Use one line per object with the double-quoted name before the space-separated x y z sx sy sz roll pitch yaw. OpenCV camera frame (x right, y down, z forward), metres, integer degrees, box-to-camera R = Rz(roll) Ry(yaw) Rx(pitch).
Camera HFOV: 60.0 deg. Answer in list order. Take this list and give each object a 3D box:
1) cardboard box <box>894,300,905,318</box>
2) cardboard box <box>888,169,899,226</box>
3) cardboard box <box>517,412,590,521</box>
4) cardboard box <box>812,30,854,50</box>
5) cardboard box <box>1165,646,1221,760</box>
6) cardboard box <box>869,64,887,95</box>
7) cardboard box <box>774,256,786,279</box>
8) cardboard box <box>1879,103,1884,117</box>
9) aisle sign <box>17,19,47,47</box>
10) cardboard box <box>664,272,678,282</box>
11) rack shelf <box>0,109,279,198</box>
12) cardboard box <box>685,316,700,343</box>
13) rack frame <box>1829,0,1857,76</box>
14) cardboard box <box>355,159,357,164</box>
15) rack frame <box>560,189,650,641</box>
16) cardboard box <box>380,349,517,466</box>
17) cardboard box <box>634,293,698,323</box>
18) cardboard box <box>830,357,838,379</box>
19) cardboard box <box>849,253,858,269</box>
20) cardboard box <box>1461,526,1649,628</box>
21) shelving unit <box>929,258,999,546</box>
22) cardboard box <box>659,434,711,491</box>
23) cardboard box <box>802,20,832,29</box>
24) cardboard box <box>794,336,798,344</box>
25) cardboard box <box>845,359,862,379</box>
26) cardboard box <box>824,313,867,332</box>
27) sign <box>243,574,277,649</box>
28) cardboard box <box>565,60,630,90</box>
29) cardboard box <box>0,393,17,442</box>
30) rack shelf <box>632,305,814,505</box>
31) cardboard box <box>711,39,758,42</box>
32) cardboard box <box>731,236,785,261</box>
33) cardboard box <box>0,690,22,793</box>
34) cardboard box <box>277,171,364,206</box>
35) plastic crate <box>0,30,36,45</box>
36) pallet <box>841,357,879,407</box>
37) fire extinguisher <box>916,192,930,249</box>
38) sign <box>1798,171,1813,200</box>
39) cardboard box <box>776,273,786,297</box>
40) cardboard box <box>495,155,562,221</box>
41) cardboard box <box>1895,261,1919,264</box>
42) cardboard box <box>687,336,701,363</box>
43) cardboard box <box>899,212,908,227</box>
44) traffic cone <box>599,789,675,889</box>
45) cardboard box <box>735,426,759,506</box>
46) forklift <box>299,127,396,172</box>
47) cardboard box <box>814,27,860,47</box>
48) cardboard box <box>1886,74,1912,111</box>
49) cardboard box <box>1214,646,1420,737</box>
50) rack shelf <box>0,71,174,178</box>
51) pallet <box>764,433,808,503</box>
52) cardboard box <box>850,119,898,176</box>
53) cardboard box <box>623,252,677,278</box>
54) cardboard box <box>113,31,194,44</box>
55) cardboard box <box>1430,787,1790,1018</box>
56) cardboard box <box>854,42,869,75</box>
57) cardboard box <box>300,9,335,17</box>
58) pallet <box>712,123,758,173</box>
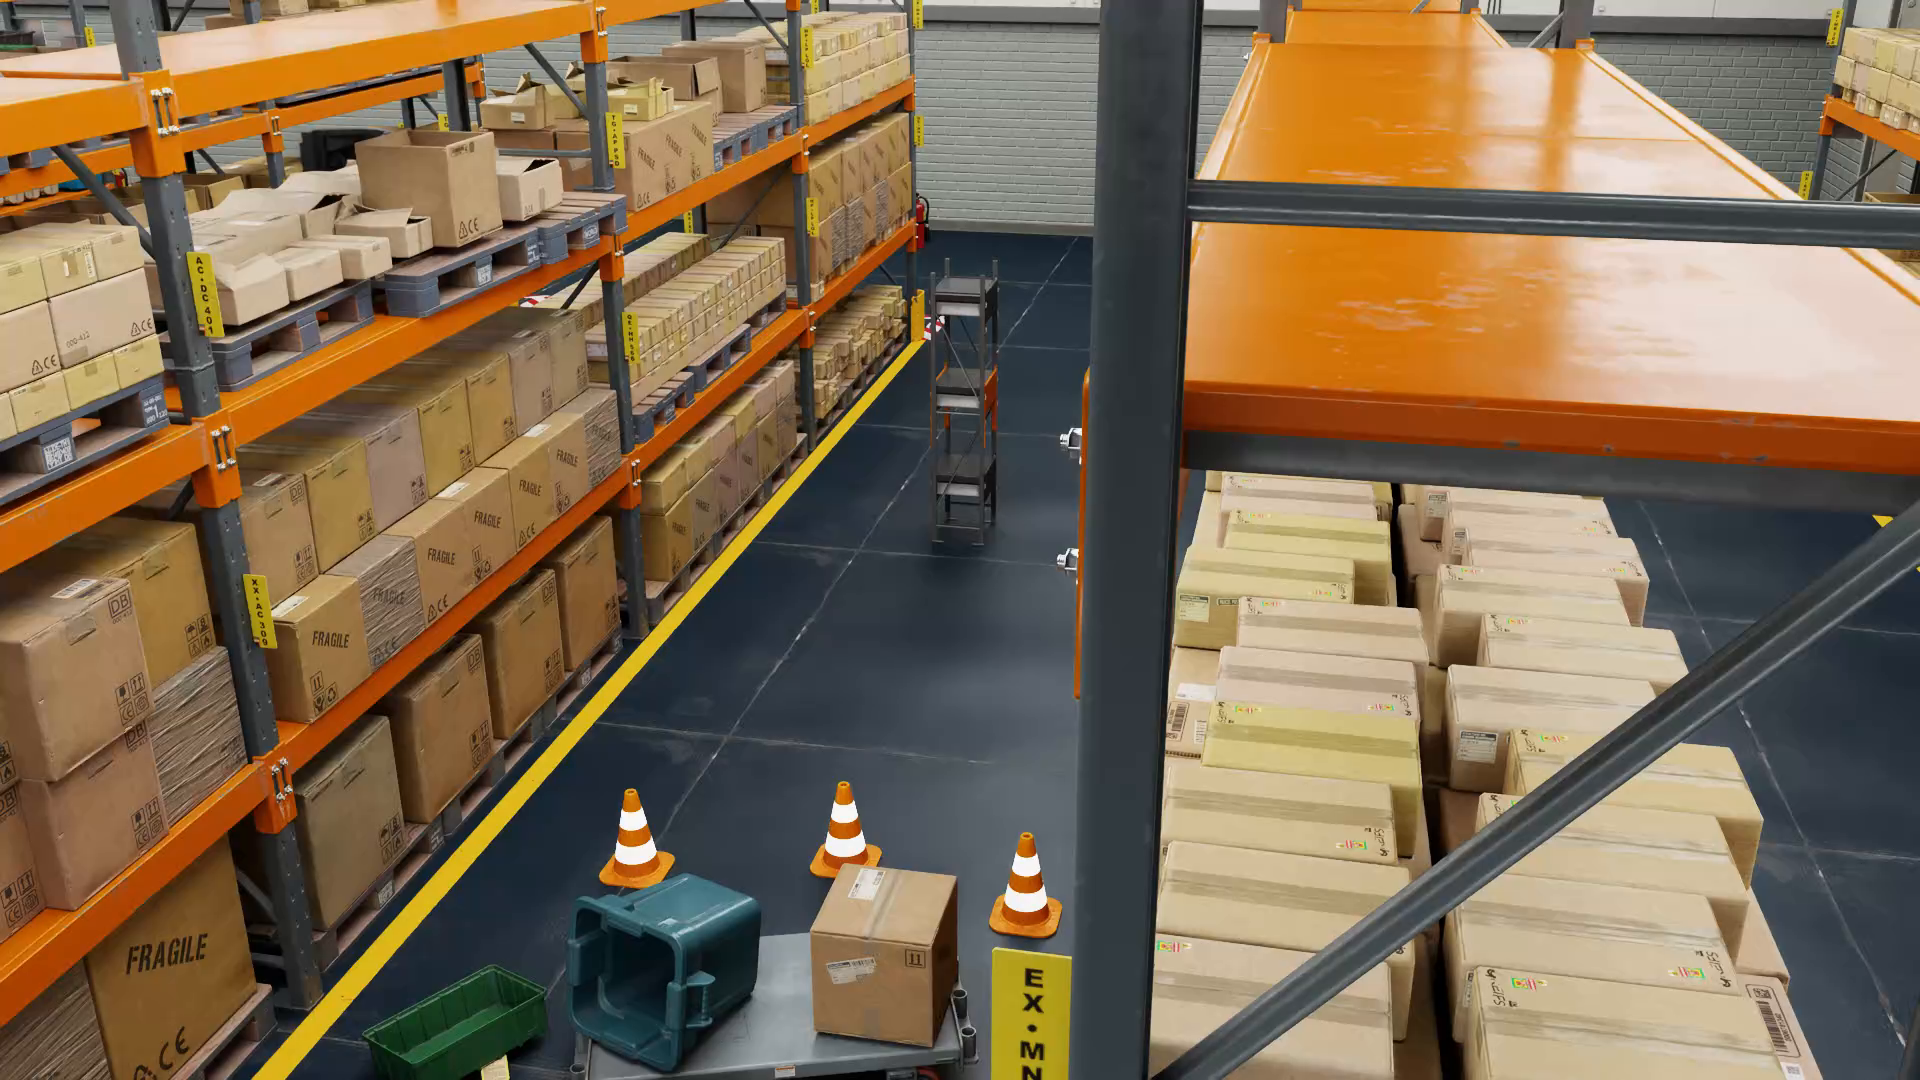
"cardboard box" -0.803 -2.493 17.884 0.380 0.149 0.250 4 22 9
"cardboard box" -0.924 -3.510 17.020 0.500 0.500 0.500 4 22 10
"cardboard box" -2.539 -0.450 9.822 0.500 0.500 0.500 4 22 11
"cardboard box" -1.179 -4.538 15.088 0.380 0.149 0.250 6 23 14
"cardboard box" 0.673 0.453 3.500 0.500 0.250 0.500 5 22 12
"cardboard box" -1.019 -4.465 16.110 0.500 0.250 0.500 5 23 13
"cardboard box" -1.679 -2.290 13.900 0.380 0.149 0.250 5 23 13
"cardboard box" 8.175 -3.691 14.323 0.380 0.149 0.250 4 22 10
"aisle sign" -10.934 -5.745 19.622 0.394 0.787 0.004 4 22 11
"cardboard box" -2.477 -2.057 13.322 0.380 0.149 0.250 4 22 9
"rack shelf" -7.034 -2.976 13.174 1.077 0.370 4.000 4 22 11
"cardboard box" -2.104 -1.530 12.012 0.380 0.149 0.250 4 22 11
"rack frame" 8.752 -5.762 15.116 1.000 3.000 0.127 4 22 11
"cardboard box" -6.068 -3.591 16.554 0.500 0.500 0.500 4 22 9
"rack frame" -2.607 -0.771 10.754 1.000 3.000 0.127 4 22 11
"cardboard box" -2.913 -0.745 9.217 0.700 0.500 0.500 4 22 10
"cardboard box" -2.108 -1.664 11.947 0.380 0.149 0.250 6 23 13
"cardboard box" -1.367 -1.643 15.773 0.380 0.149 0.250 3 22 8
"cardboard box" -1.191 -2.682 15.833 0.380 0.149 0.250 5 23 13
"cardboard box" 1.370 0.094 3.859 0.380 0.149 0.250 5 22 12
"shelving unit" 0.034 -1.035 12.612 0.431 2.100 0.503 4 22 11
"cardboard box" -2.126 -0.574 12.043 0.500 0.250 0.500 4 22 10
"cardboard box" -1.459 -4.958 16.132 0.380 0.149 0.250 5 22 12
"cardboard box" -1.779 -2.015 16.300 0.380 0.149 0.250 4 22 9
"cardboard box" -1.177 -1.693 16.296 0.380 0.149 0.250 4 22 9
"cardboard box" -1.148 -2.160 16.660 0.380 0.149 0.250 4 22 9
"sign" -2.879 0.295 6.841 0.100 0.325 0.005 4 22 11
"cardboard box" -2.536 -3.204 11.620 0.396 0.266 0.258 4 22 11
"cardboard box" -3.339 -0.387 5.423 0.380 0.149 0.250 5 22 11
"rack shelf" -2.199 -1.169 12.704 1.077 0.370 4.000 4 22 11
"cardboard box" -1.950 -4.206 14.264 0.380 0.149 0.250 5 22 12
"cardboard box" -1.681 -2.427 13.842 0.380 0.149 0.250 5 23 13
"cardboard box" -3.775 0.650 5.577 0.875 0.550 0.550 4 22 11
"cardboard box" -3.177 -1.744 8.576 0.500 0.311 0.500 4 22 10
"plastic crate" -11.010 -5.701 19.153 0.497 0.269 0.590 4 22 11
"pallet" -1.441 -1.637 16.635 1.003 0.211 1.213 4 22 11
"fire extinguisher" -0.471 -3.545 18.244 0.296 0.674 0.183 4 22 11
"sign" 8.221 -3.423 16.178 0.100 0.325 0.005 4 22 11
"cardboard box" -1.678 -2.152 13.956 0.380 0.149 0.250 4 22 10
"cardboard box" -2.526 -1.957 9.107 0.500 0.311 0.500 4 22 11
"cardboard box" 8.109 -2.344 14.461 0.500 0.250 0.500 4 22 10
"cardboard box" -2.103 -1.391 12.066 0.380 0.149 0.250 5 23 13
"cardboard box" -0.764 -3.440 17.716 0.380 0.149 0.250 4 22 11
"traffic cone" -1.671 1.493 8.527 0.336 0.463 0.334 4 22 11
"cardboard box" -1.909 -0.605 13.124 0.500 0.500 0.500 4 22 10
"forklift" -4.761 -1.626 12.966 1.130 2.935 3.031 4 22 10
"cardboard box" -1.138 -4.635 15.329 0.380 0.149 0.250 4 22 9
"cardboard box" 8.111 -3.733 13.896 0.500 0.250 0.500 4 22 10
"cardboard box" 0.691 0.340 3.248 0.380 0.149 0.250 4 22 11
"rack shelf" -3.831 -0.841 4.393 1.077 0.370 4.000 4 22 11
"pallet" -1.948 -0.656 14.200 1.003 0.211 1.213 4 22 11
"cardboard box" -0.928 -3.974 16.834 0.500 0.500 0.500 4 22 9
"cardboard box" -2.480 -2.192 13.260 0.380 0.149 0.250 4 22 10
"cardboard box" -6.734 -4.069 14.230 0.700 0.500 0.500 5 22 12
"cardboard box" 1.103 0.688 2.918 0.500 0.250 0.500 4 22 10
"cardboard box" -1.144 -4.505 15.541 0.500 0.250 0.500 3 22 9
"cardboard box" -6.411 -4.815 15.950 0.700 0.500 0.500 6 23 14
"pallet" -2.229 -2.941 12.378 1.213 0.211 1.003 4 22 11
